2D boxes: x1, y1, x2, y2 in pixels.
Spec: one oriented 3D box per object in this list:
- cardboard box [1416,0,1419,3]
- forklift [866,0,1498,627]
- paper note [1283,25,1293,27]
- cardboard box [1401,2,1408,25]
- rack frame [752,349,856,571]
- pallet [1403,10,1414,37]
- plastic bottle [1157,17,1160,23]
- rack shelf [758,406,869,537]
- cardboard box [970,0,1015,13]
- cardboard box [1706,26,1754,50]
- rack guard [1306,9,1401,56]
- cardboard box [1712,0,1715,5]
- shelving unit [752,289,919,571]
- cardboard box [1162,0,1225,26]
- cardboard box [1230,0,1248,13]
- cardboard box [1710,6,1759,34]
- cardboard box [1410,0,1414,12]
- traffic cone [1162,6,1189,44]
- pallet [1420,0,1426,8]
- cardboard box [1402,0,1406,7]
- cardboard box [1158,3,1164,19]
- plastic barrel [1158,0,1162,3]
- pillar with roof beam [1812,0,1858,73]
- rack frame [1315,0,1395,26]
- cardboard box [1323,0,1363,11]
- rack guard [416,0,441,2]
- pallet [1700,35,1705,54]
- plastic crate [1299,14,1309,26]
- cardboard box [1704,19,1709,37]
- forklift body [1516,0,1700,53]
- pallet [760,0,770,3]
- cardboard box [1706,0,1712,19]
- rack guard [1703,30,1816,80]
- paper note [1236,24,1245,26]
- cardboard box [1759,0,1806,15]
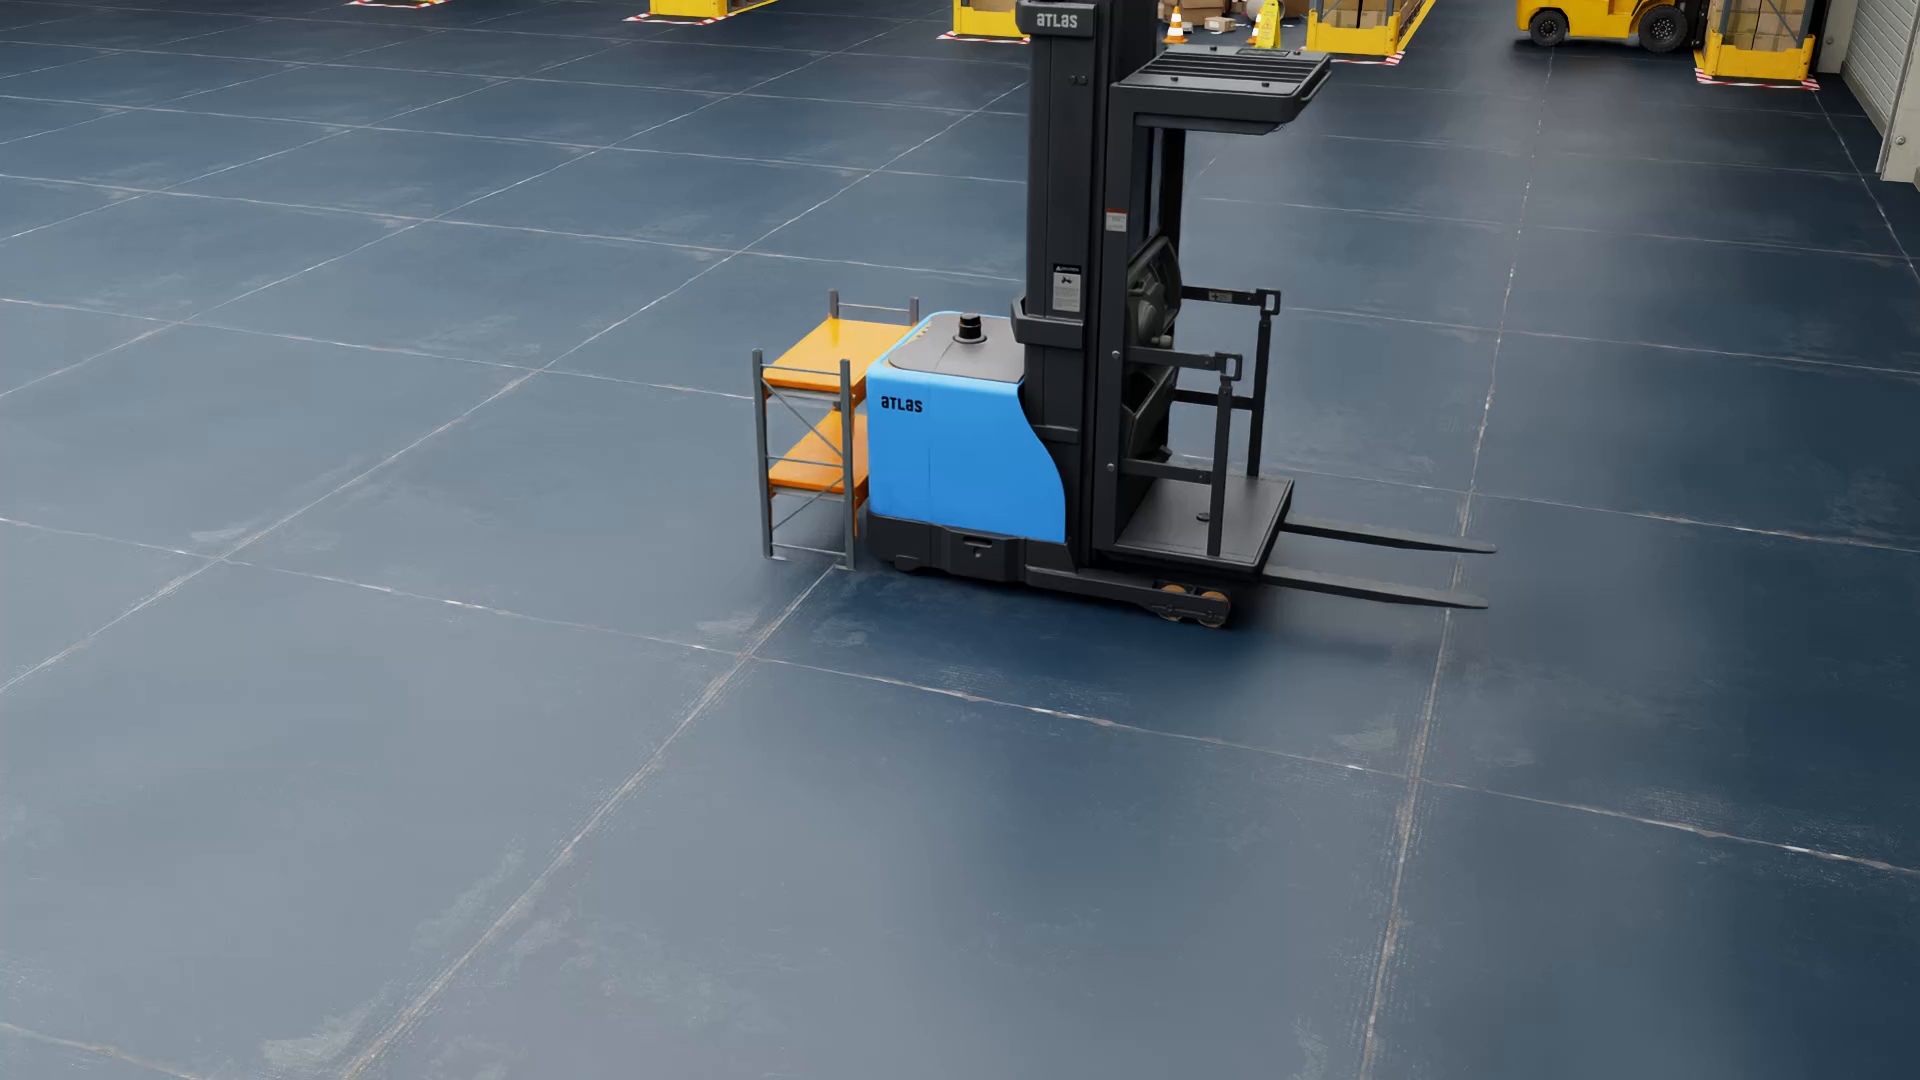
[{"bbox_3d":[6.595,-8.173,24.862,0.500,0.250,0.500,10,28,20],"label":"cardboard box"},{"bbox_3d":[1.102,-1.167,7.797,3.031,2.935,1.130,9,27,18],"label":"forklift"},{"bbox_3d":[4.773,-7.474,24.150,0.142,0.019,0.148,0,26,-1],"label":"paper note"},{"bbox_3d":[5.913,-7.312,23.082,0.500,0.250,0.500,10,27,19],"label":"cardboard box"},{"bbox_3d":[-0.769,-0.387,8.258,0.500,1.125,0.032,8,27,16],"label":"rack frame"},{"bbox_3d":[5.944,-7.465,23.925,1.003,0.211,1.213,9,27,17],"label":"pallet"},{"bbox_3d":[2.872,-7.698,24.578,0.133,0.061,0.283,0,26,-1],"label":"plastic bottle"},{"bbox_3d":[-0.616,-0.378,8.801,0.538,0.278,1.000,8,27,16],"label":"rack shelf"},{"bbox_3d":[0.669,-8.057,23.906,0.875,0.875,0.875,9,27,18],"label":"cardboard box"},{"bbox_3d":[9.748,-6.332,21.060,0.500,0.250,0.500,9,27,18],"label":"cardboard box"},{"bbox_3d":[5.232,-6.766,22.151,1.175,0.500,0.348,9,27,17],"label":"rack guard"},{"bbox_3d":[9.913,-6.988,21.268,0.500,0.250,0.500,9,27,18],"label":"cardboard box"},{"bbox_3d":[-0.616,-0.598,8.694,0.538,1.125,1.048,8,27,16],"label":"shelving unit"},{"bbox_3d":[3.404,-7.826,24.335,0.797,0.503,0.637,-9,27,-18],"label":"cardboard box"},{"bbox_3d":[4.243,-8.250,25.484,0.258,0.266,0.396,-9,27,-18],"label":"cardboard box"},{"bbox_3d":[9.756,-6.564,20.964,0.500,0.250,0.500,8,27,17],"label":"cardboard box"},{"bbox_3d":[6.254,-7.745,23.977,0.500,0.250,0.500,9,27,18],"label":"cardboard box"},{"bbox_3d":[2.974,-7.103,22.890,0.336,0.463,0.334,9,27,17],"label":"traffic cone"},{"bbox_3d":[6.796,-8.569,26.206,1.003,0.211,1.213,9,27,17],"label":"pallet"},{"bbox_3d":[5.914,-7.666,22.954,0.500,0.500,0.500,8,27,16],"label":"cardboard box"},{"bbox_3d":[3.002,-7.976,24.919,0.396,0.266,0.258,14,29,26],"label":"cardboard box"},{"bbox_3d":[2.906,-8.332,25.473,0.421,0.421,0.512,-14,29,-27],"label":"plastic barrel"},{"bbox_3d":[6.911,-10.622,20.362,9.100,9.000,0.400,9,27,17],"label":"pillar with roof beam"},{"bbox_3d":[5.207,-7.860,21.542,1.000,3.000,0.127,9,27,17],"label":"rack frame"},{"bbox_3d":[5.228,-7.516,22.644,0.500,0.500,0.500,9,27,18],"label":"cardboard box"},{"bbox_3d":[-8.828,-8.929,26.617,1.175,0.500,0.348,9,27,17],"label":"rack guard"},{"bbox_3d":[10.512,-6.707,22.360,1.003,0.211,1.213,9,27,17],"label":"pallet"},{"bbox_3d":[5.243,-7.664,24.486,0.402,0.080,0.583,0,26,-1],"label":"plastic crate"},{"bbox_3d":[10.097,-6.739,21.901,0.500,0.250,0.500,9,27,18],"label":"cardboard box"},{"bbox_3d":[8.800,-7.804,22.399,2.313,2.155,1.214,9,27,17],"label":"forklift body"},{"bbox_3d":[-3.401,-8.902,26.893,1.003,0.211,1.213,9,27,17],"label":"pallet"},{"bbox_3d":[10.085,-6.983,21.831,0.500,0.250,0.500,8,27,16],"label":"cardboard box"},{"bbox_3d":[9.881,-6.007,20.583,1.175,0.500,0.348,9,27,17],"label":"rack guard"},{"bbox_3d":[4.069,-7.523,24.266,0.148,0.019,0.142,20,32,35],"label":"paper note"},{"bbox_3d":[10.228,-6.713,20.700,0.500,0.250,0.500,8,27,17],"label":"cardboard box"}]
